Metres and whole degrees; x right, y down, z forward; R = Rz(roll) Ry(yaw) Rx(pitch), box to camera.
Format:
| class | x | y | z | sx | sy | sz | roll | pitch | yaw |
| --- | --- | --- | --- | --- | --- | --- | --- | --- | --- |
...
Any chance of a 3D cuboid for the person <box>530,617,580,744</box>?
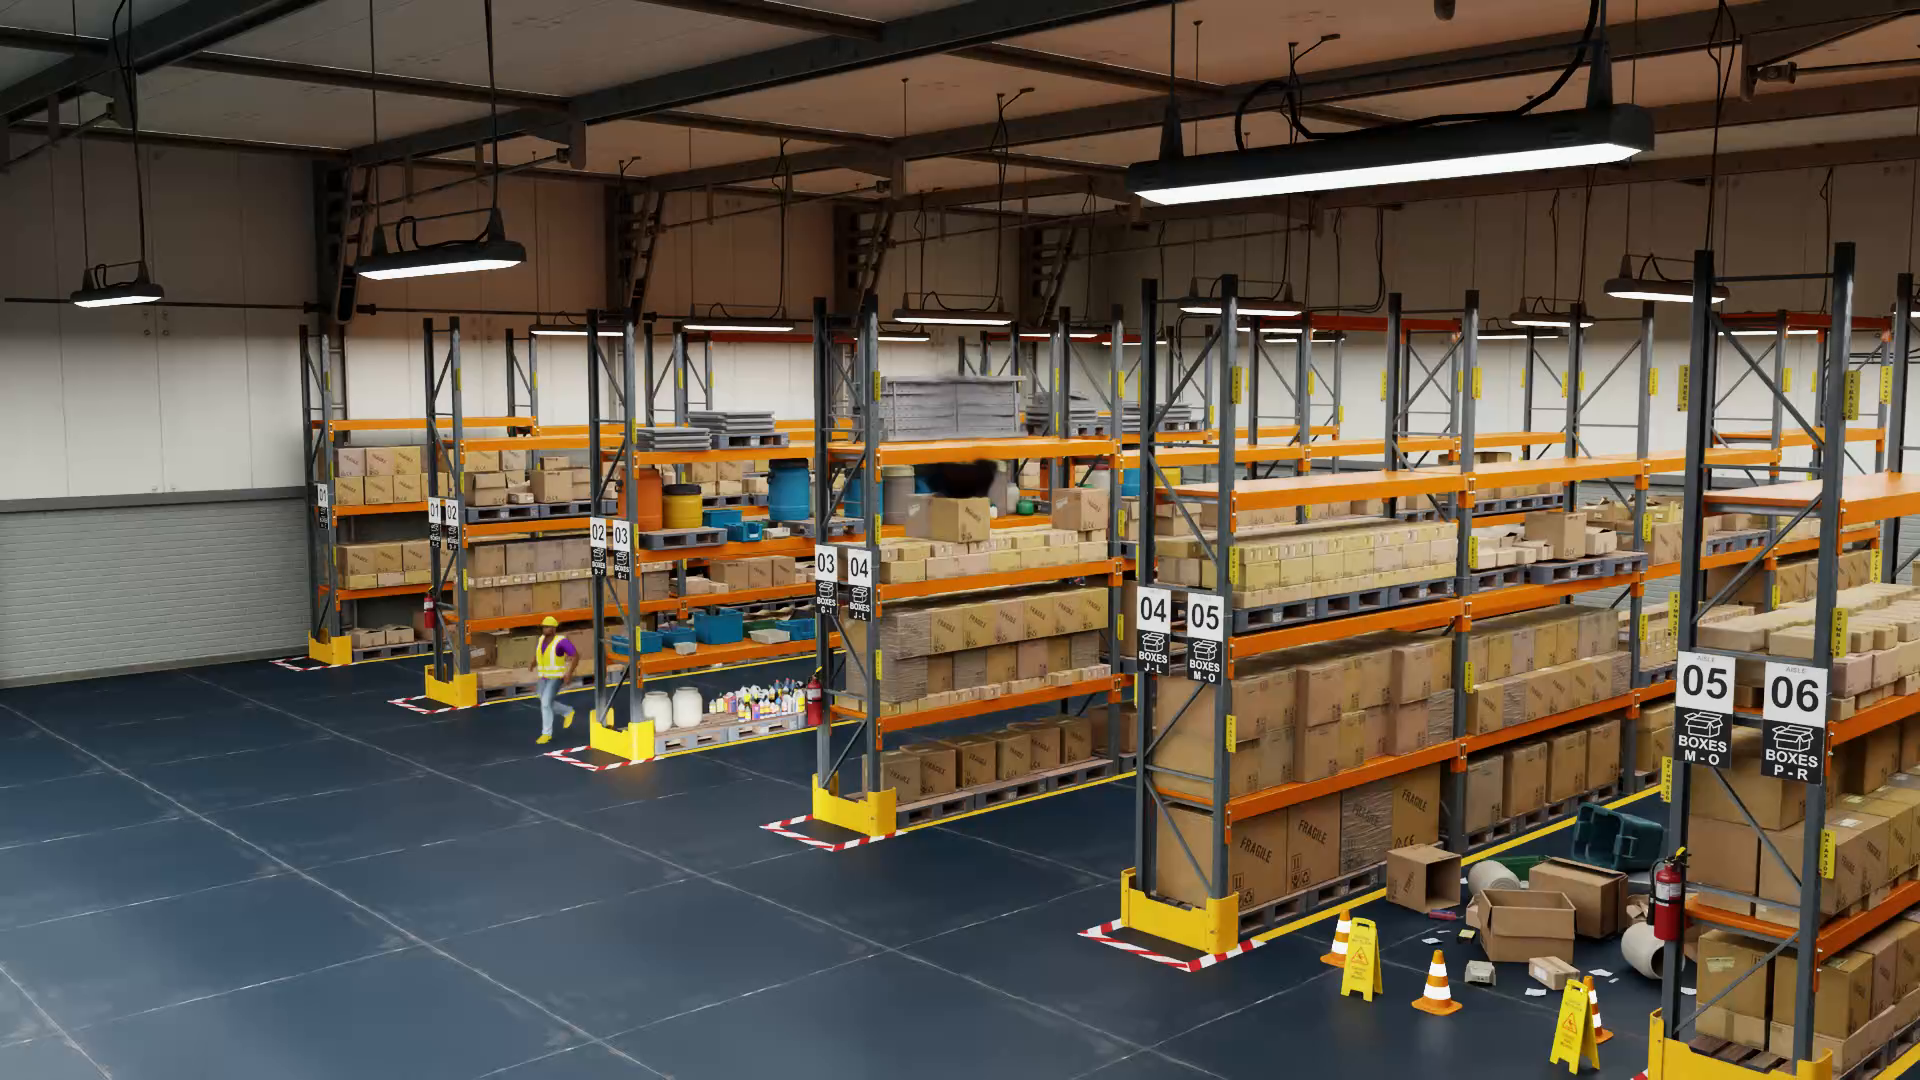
| class | x | y | z | sx | sy | sz | roll | pitch | yaw |
| --- | --- | --- | --- | --- | --- | --- | --- | --- | --- |
| person | -5.735 | 1.946 | 23.455 | 0.740 | 1.756 | 0.782 | 4 | 7 | 34 |
